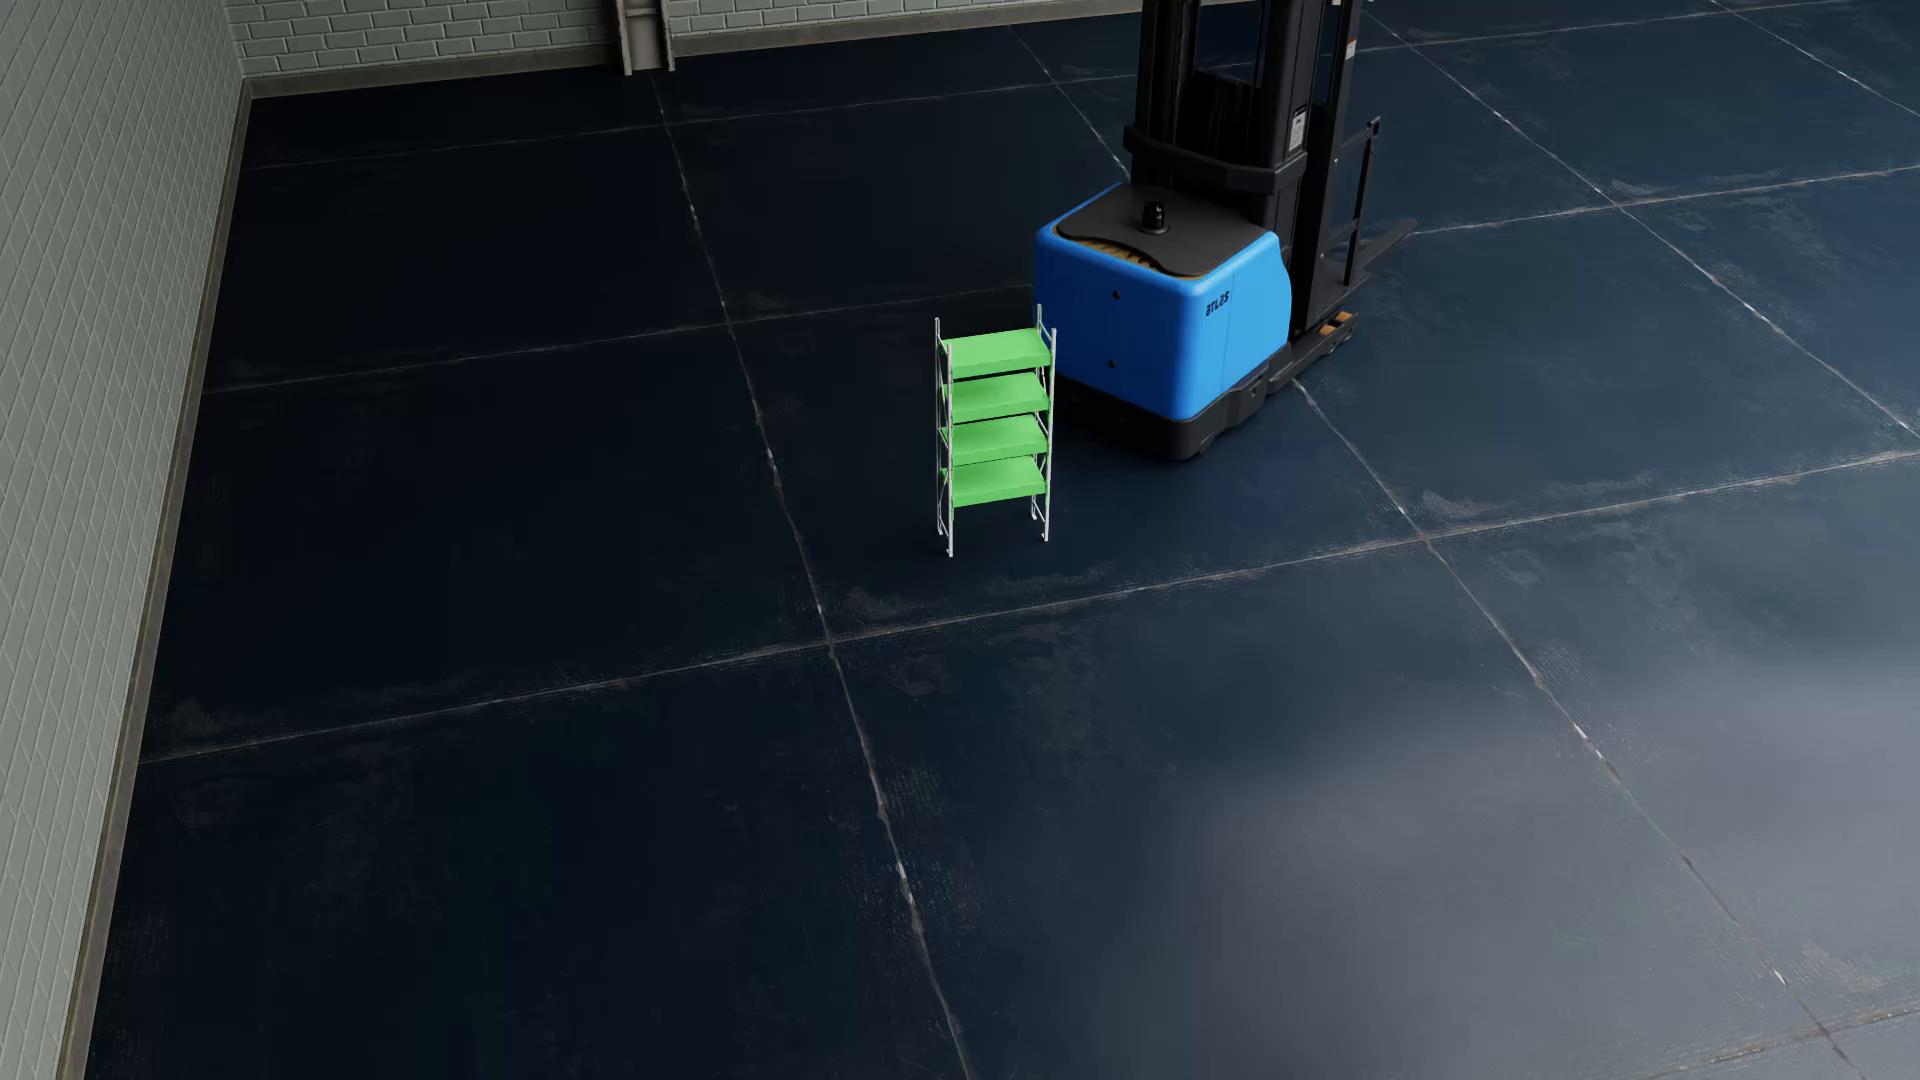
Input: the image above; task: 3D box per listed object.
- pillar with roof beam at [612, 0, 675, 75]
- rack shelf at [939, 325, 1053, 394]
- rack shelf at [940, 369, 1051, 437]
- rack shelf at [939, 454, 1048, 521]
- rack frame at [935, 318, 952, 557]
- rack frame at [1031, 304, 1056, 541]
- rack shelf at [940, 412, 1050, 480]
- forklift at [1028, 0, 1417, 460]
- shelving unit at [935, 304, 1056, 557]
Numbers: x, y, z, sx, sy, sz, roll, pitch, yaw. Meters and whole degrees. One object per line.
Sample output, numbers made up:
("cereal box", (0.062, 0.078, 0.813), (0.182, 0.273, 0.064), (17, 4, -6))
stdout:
("pillar with roof beam", (-1.343, -4.792, 7.087), (0.400, 9.000, 9.100), (-9, 38, -12))
("rack shelf", (0.160, -0.833, 7.646), (0.480, 0.148, 0.258), (-9, 38, -12))
("rack shelf", (0.160, -0.643, 7.792), (0.480, 0.148, 0.258), (-9, 38, -12))
("rack shelf", (0.160, -0.261, 8.084), (0.480, 0.148, 0.258), (-9, 38, -12))
("rack frame", (-0.076, -0.464, 7.849), (0.015, 1.200, 0.240), (-9, 38, -12))
("rack frame", (0.395, -0.541, 7.950), (0.015, 1.200, 0.240), (-9, 38, -12))
("rack shelf", (0.160, -0.452, 7.938), (0.480, 0.148, 0.258), (-9, 38, -12))
("forklift", (1.682, -2.413, 8.971), (1.130, 2.935, 3.031), (26, 44, 30))
("shelving unit", (0.160, -0.503, 7.899), (0.503, 1.200, 0.258), (-9, 38, -12))
